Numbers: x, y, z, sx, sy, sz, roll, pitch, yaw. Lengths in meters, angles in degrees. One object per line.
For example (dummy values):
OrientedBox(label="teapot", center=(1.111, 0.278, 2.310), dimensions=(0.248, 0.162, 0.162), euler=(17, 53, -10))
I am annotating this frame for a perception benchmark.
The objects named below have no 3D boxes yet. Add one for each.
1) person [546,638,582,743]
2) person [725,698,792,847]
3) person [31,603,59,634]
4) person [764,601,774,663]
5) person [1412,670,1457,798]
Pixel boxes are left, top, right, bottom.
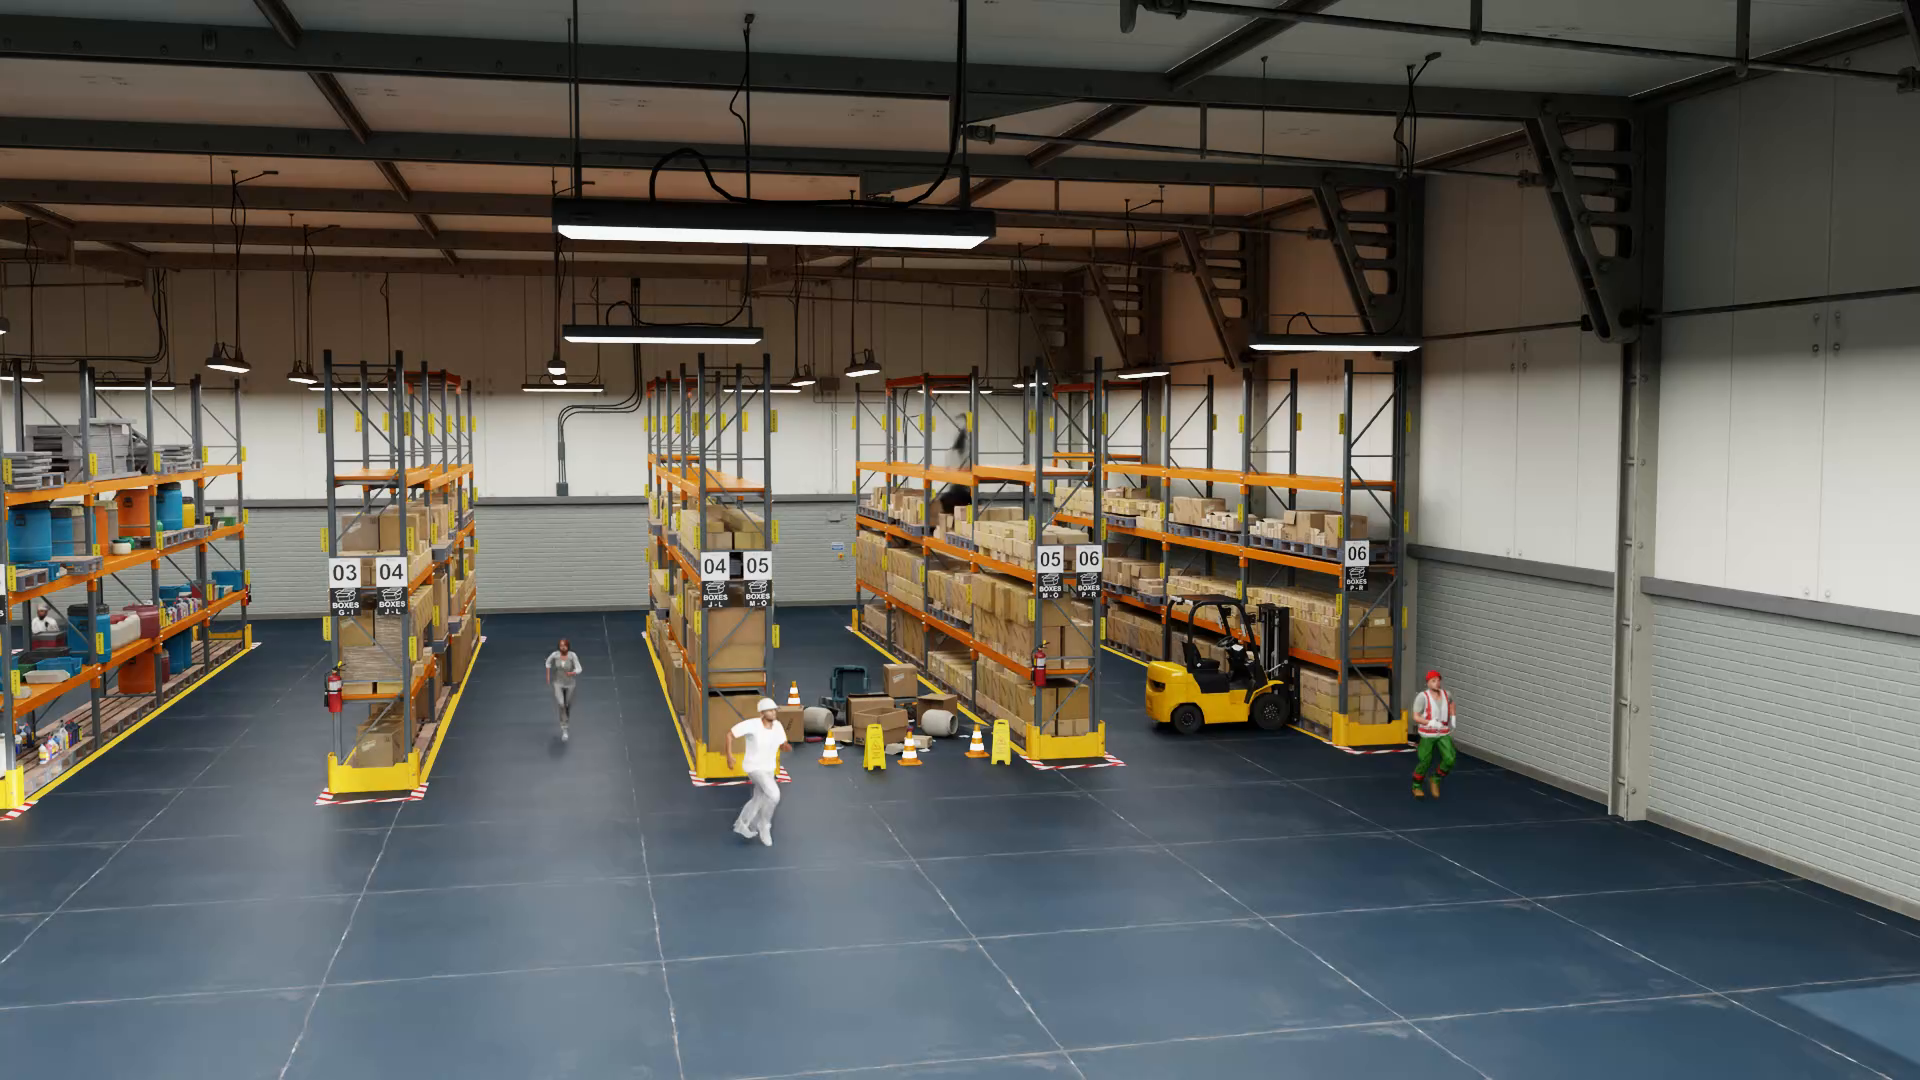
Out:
OrientedBox(label="person", center=(-6.321, 2.361, 26.558), dimensions=(0.557, 1.621, 0.872), euler=(-1, 4, -12))
OrientedBox(label="person", center=(-2.376, 2.750, 19.789), dimensions=(0.816, 1.760, 0.732), euler=(3, 5, 37))
OrientedBox(label="person", center=(-17.091, 2.010, 31.009), dimensions=(0.561, 1.667, 0.573), euler=(-1, 4, -17))
OrientedBox(label="person", center=(-4.163, 1.732, 34.528), dimensions=(0.579, 1.814, 0.892), euler=(-1, 4, -13))
OrientedBox(label="person", center=(6.294, 2.579, 21.971), dimensions=(0.685, 1.732, 0.826), euler=(-1, 4, -7))
